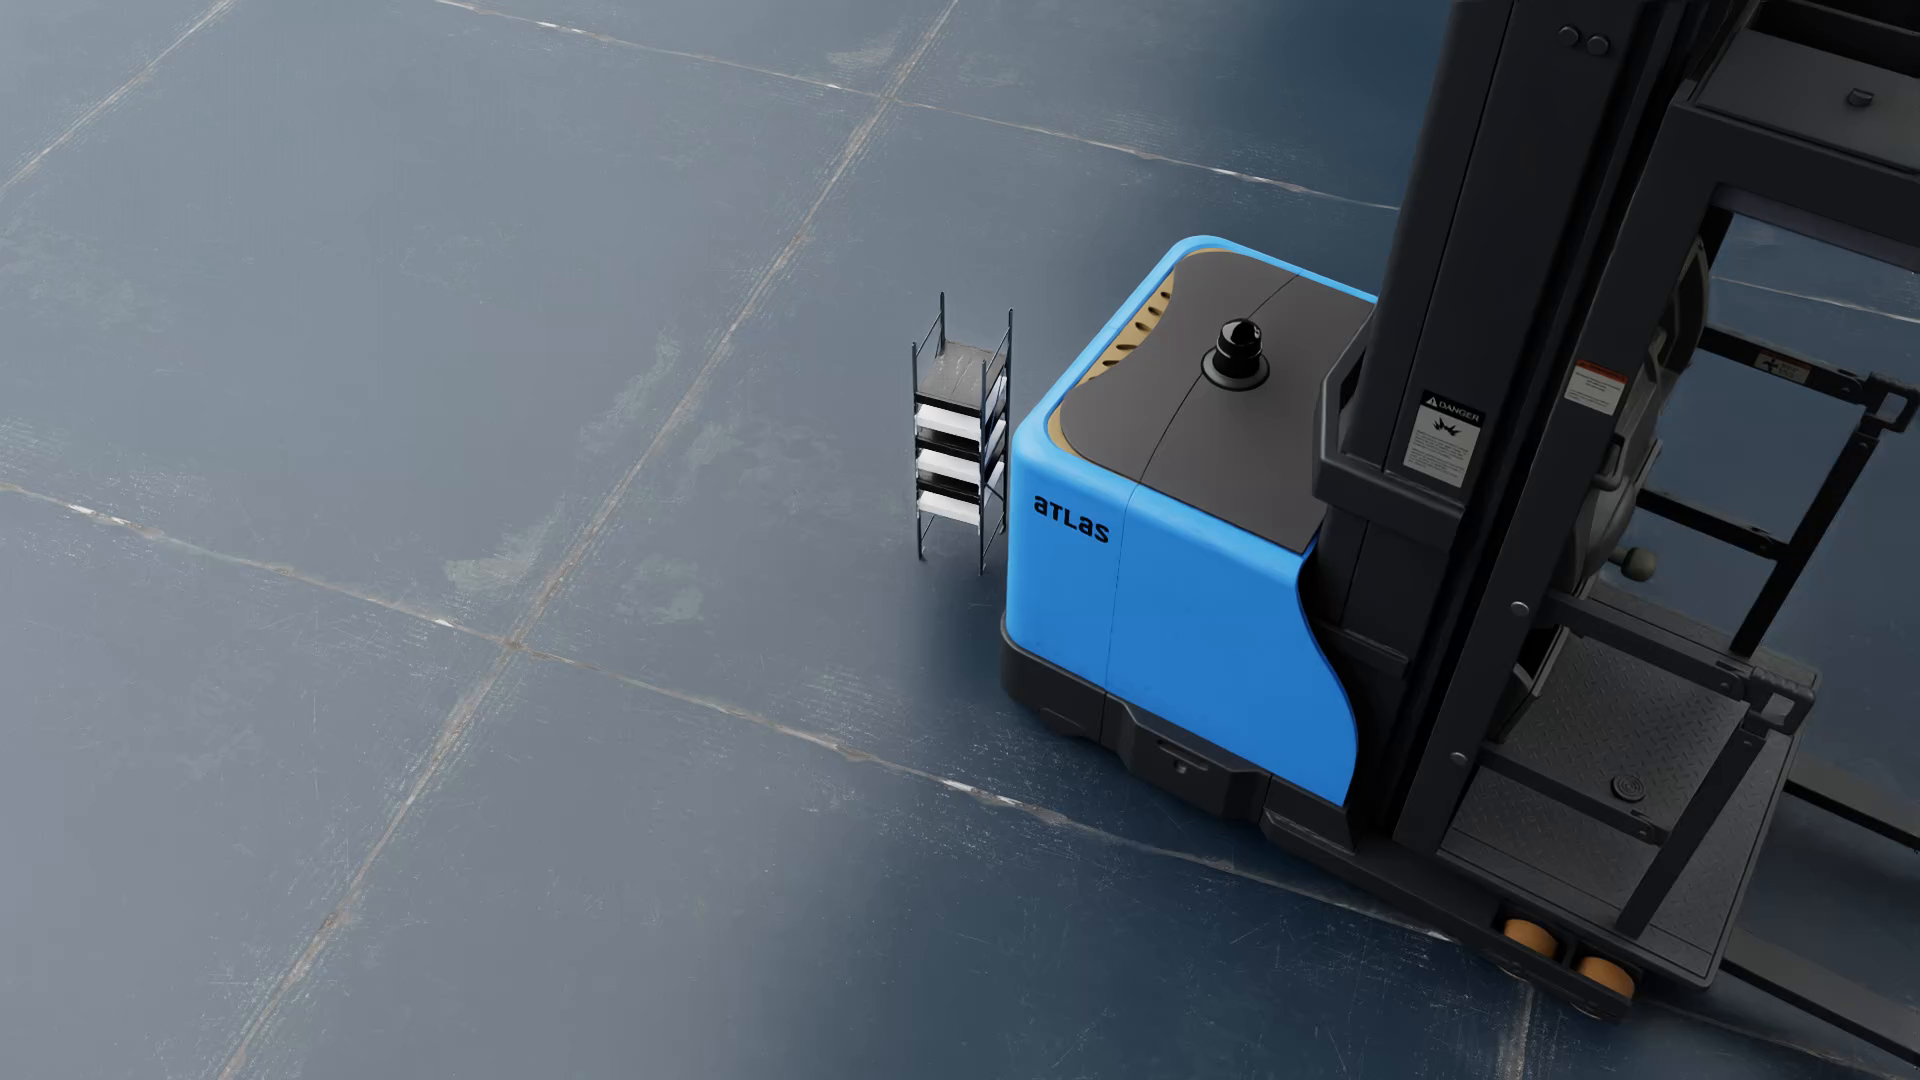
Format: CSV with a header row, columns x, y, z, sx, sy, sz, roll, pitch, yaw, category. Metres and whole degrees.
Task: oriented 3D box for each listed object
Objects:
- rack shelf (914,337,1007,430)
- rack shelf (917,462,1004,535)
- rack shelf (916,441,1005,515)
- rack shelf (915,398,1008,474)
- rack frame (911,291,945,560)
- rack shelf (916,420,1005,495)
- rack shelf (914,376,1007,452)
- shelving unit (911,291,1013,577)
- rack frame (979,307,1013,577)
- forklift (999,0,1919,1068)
x,y,z,sx,sy,sz,roll,pitch,yaw,category
0.008,-0.448,4.729,0.200,0.077,0.258,16,51,13,rack shelf
0.008,-0.153,5.069,0.200,0.077,0.258,16,51,13,rack shelf
0.008,-0.212,5.001,0.200,0.077,0.258,16,51,13,rack shelf
0.008,-0.330,4.865,0.200,0.077,0.258,16,51,13,rack shelf
-0.088,-0.319,4.931,0.006,0.900,0.240,16,51,13,rack frame
0.008,-0.271,4.933,0.200,0.077,0.258,16,51,13,rack shelf
0.008,-0.389,4.797,0.200,0.077,0.258,16,51,13,rack shelf
0.008,-0.293,4.908,0.210,0.900,0.258,16,51,13,shelving unit
0.103,-0.266,4.885,0.006,0.900,0.240,16,51,13,rack frame
1.632,-0.217,3.498,3.031,2.935,1.130,26,54,20,forklift
